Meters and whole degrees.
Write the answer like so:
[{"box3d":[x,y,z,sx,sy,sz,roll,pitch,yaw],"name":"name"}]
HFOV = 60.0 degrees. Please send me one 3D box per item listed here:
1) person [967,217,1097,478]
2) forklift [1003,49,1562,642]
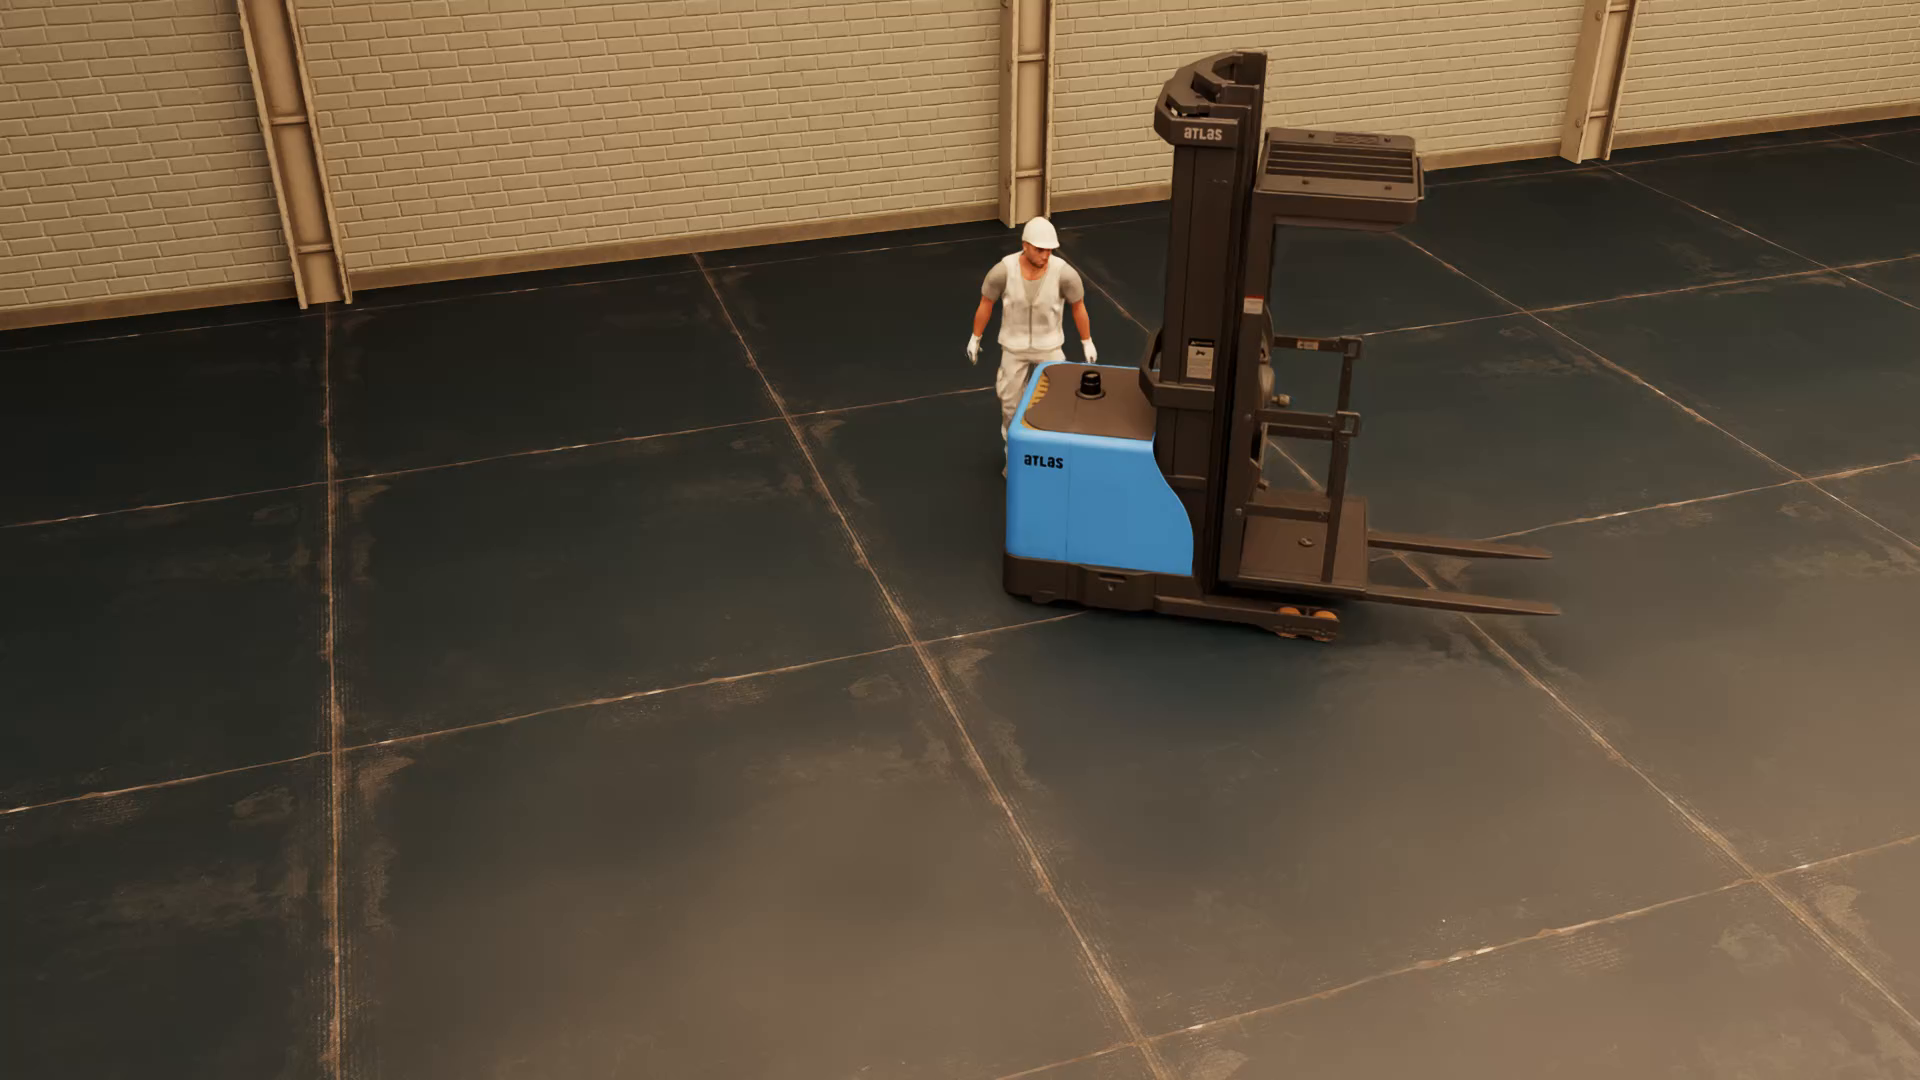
[{"box3d":[0.470,-1.172,10.311,0.864,1.747,0.437,1,30,1],"name":"person"},{"box3d":[1.813,-1.006,8.836,3.031,2.935,1.130,6,31,11],"name":"forklift"}]
